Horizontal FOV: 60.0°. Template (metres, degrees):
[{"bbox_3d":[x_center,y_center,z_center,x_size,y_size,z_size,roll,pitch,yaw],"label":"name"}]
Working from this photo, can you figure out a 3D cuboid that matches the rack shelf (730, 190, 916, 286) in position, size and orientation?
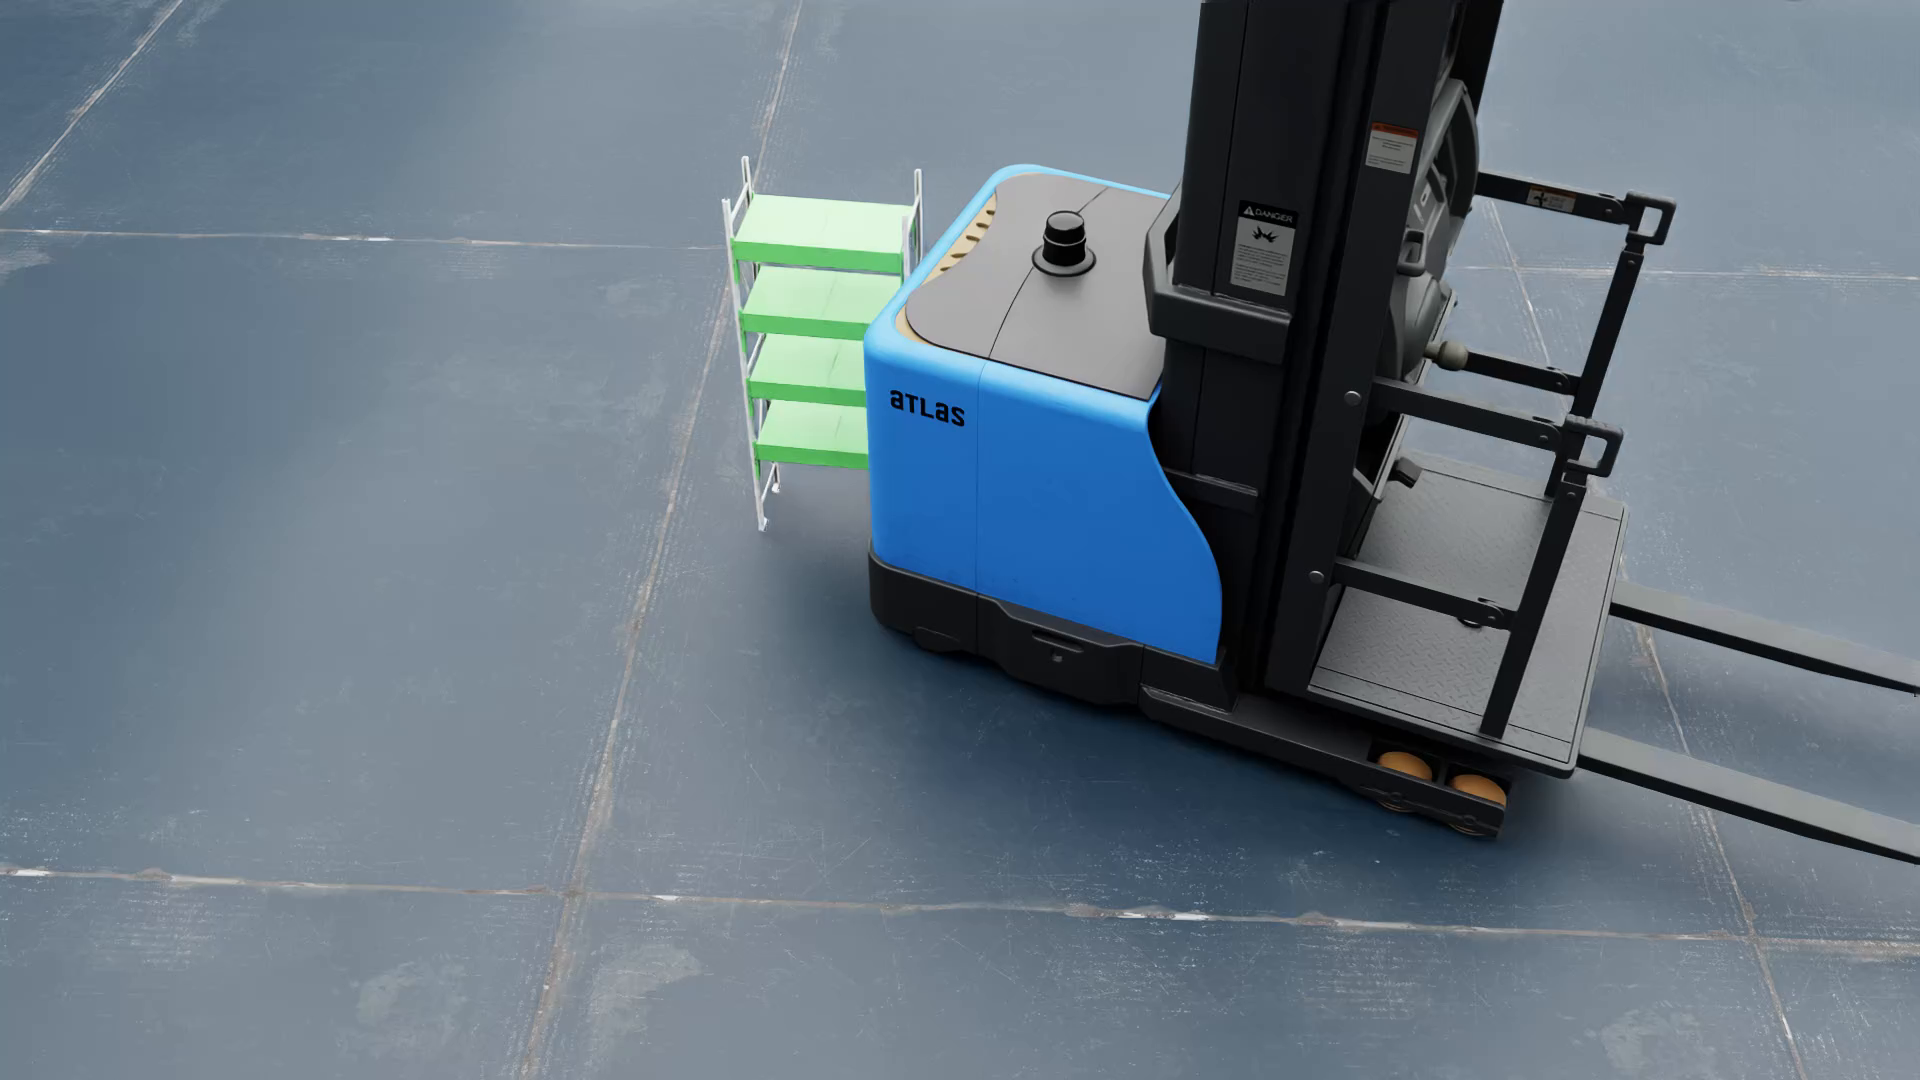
[{"bbox_3d":[-0.373,-0.831,4.651,0.480,0.148,0.258,6,43,6],"label":"rack shelf"}]

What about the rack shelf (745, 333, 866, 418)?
[{"bbox_3d":[-0.373,-0.480,4.978,0.480,0.148,0.258,6,43,6],"label":"rack shelf"}]

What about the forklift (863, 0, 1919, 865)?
[{"bbox_3d":[1.298,-0.705,3.857,3.031,2.935,1.130,17,45,17],"label":"forklift"}]

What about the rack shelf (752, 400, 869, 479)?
[{"bbox_3d":[-0.373,-0.304,5.142,0.480,0.148,0.258,6,43,6],"label":"rack shelf"}]

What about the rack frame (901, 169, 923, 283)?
[{"bbox_3d":[-0.131,-0.503,4.910,0.015,1.200,0.240,6,43,6],"label":"rack frame"}]

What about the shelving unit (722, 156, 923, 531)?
[{"bbox_3d":[-0.373,-0.526,4.935,0.503,1.200,0.258,6,43,6],"label":"shelving unit"}]

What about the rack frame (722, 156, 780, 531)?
[{"bbox_3d":[-0.615,-0.550,4.960,0.015,1.200,0.240,6,43,6],"label":"rack frame"}]

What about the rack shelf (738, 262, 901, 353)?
[{"bbox_3d":[-0.373,-0.655,4.815,0.480,0.148,0.258,6,43,6],"label":"rack shelf"}]
